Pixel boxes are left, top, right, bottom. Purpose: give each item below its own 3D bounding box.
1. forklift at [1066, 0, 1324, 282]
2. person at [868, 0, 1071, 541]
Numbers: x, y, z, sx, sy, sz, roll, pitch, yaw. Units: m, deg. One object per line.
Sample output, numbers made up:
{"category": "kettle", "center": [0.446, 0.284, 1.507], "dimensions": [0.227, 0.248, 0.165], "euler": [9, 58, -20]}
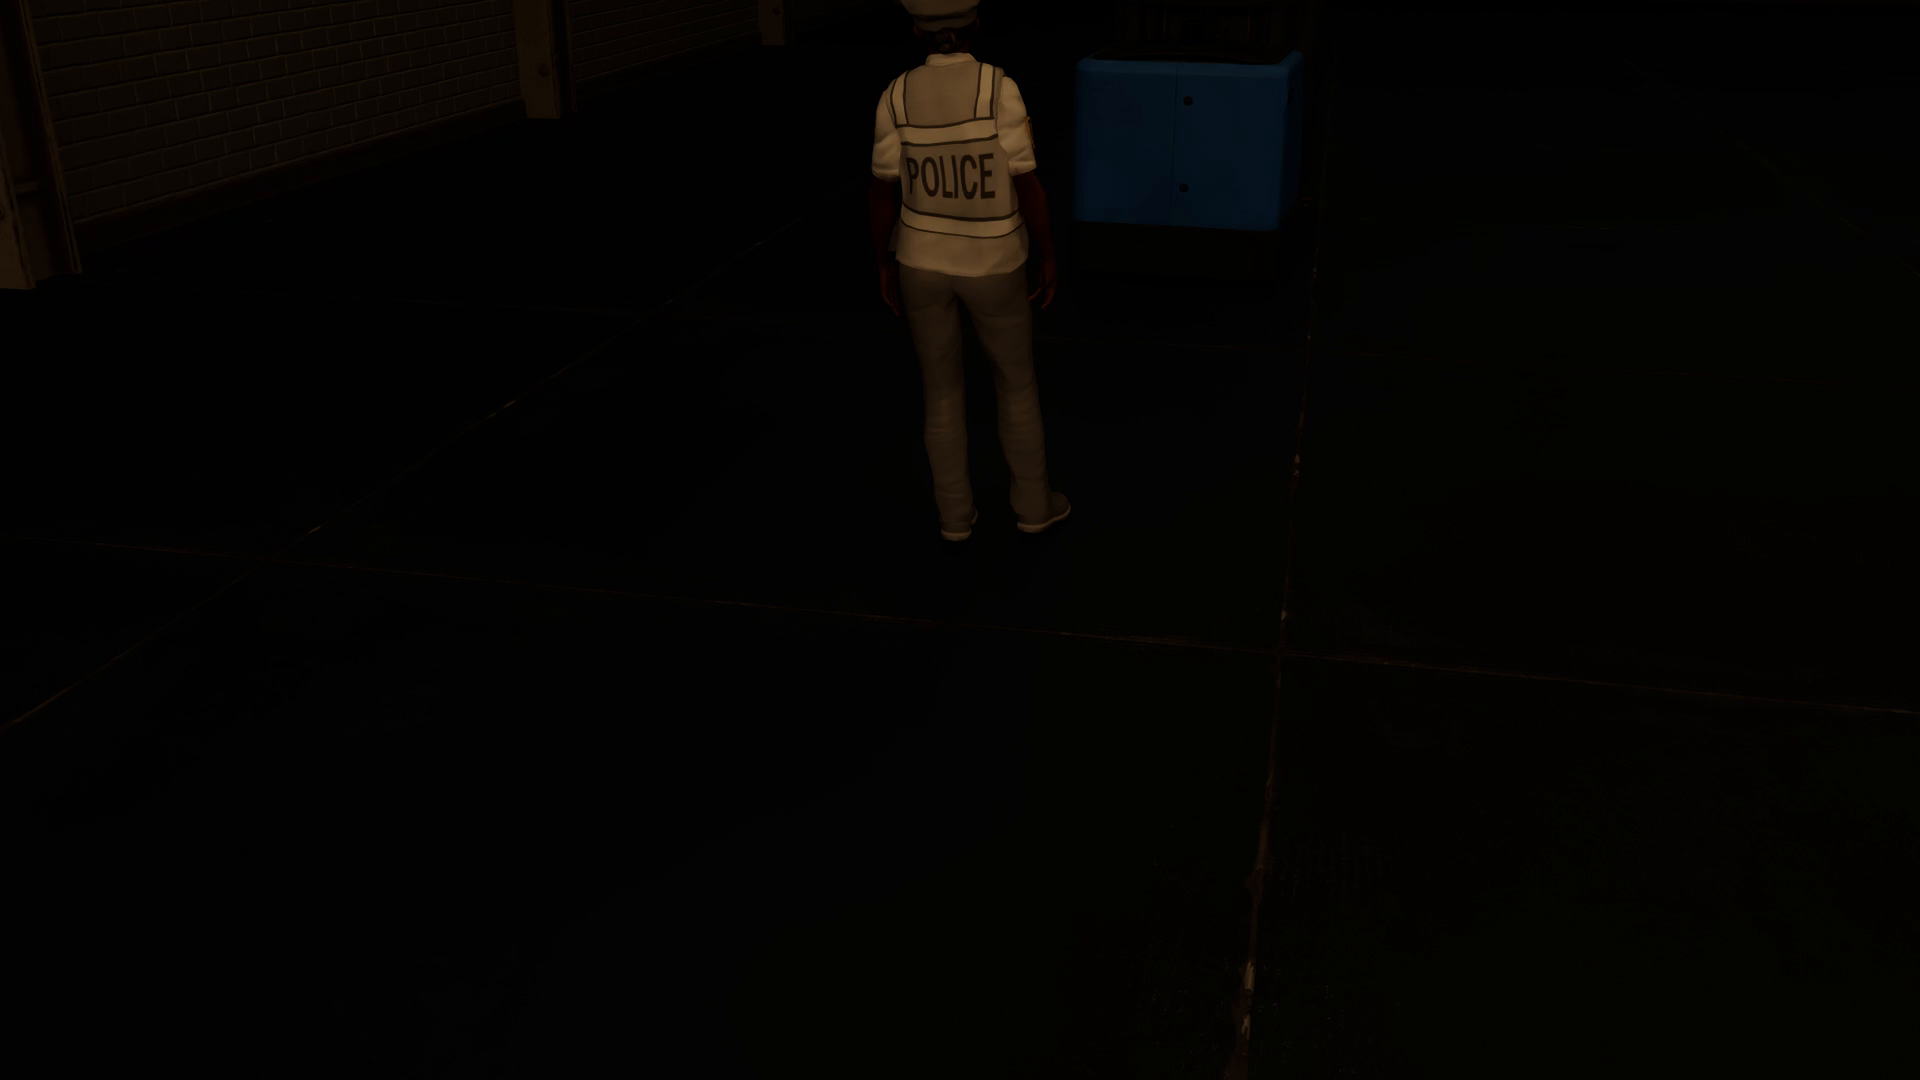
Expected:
{"category": "forklift", "center": [1.435, -3.132, 8.949], "dimensions": [1.130, 2.935, 3.031], "euler": [6, 23, 15]}
{"category": "person", "center": [0.036, -0.816, 4.890], "dimensions": [0.569, 1.692, 0.530], "euler": [5, 23, 11]}
